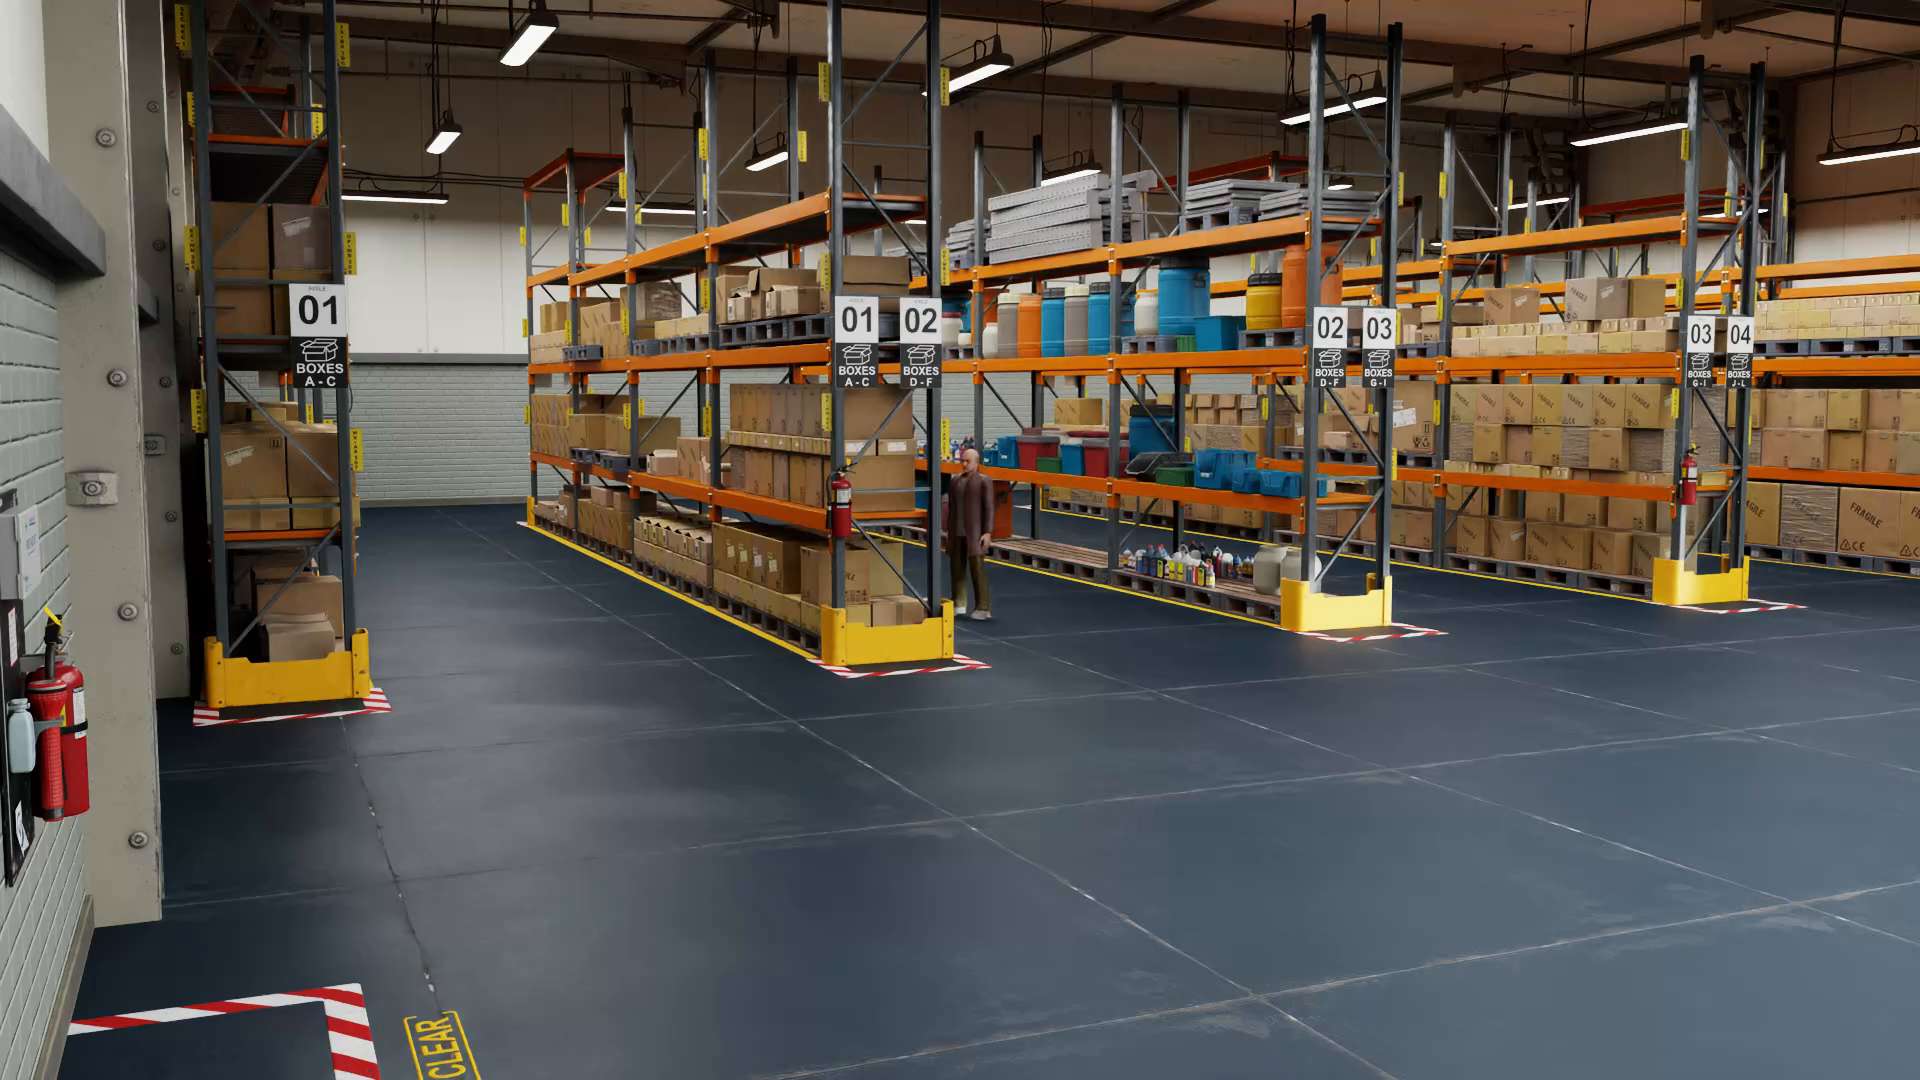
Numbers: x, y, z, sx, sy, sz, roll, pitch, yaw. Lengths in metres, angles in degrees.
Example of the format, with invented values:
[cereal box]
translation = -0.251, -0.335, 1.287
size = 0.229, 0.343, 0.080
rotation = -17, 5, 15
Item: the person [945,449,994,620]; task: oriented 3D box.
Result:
[person]
translation = 0.099, -0.056, 17.425
size = 0.609, 1.796, 0.419
rotation = 4, 6, 35
